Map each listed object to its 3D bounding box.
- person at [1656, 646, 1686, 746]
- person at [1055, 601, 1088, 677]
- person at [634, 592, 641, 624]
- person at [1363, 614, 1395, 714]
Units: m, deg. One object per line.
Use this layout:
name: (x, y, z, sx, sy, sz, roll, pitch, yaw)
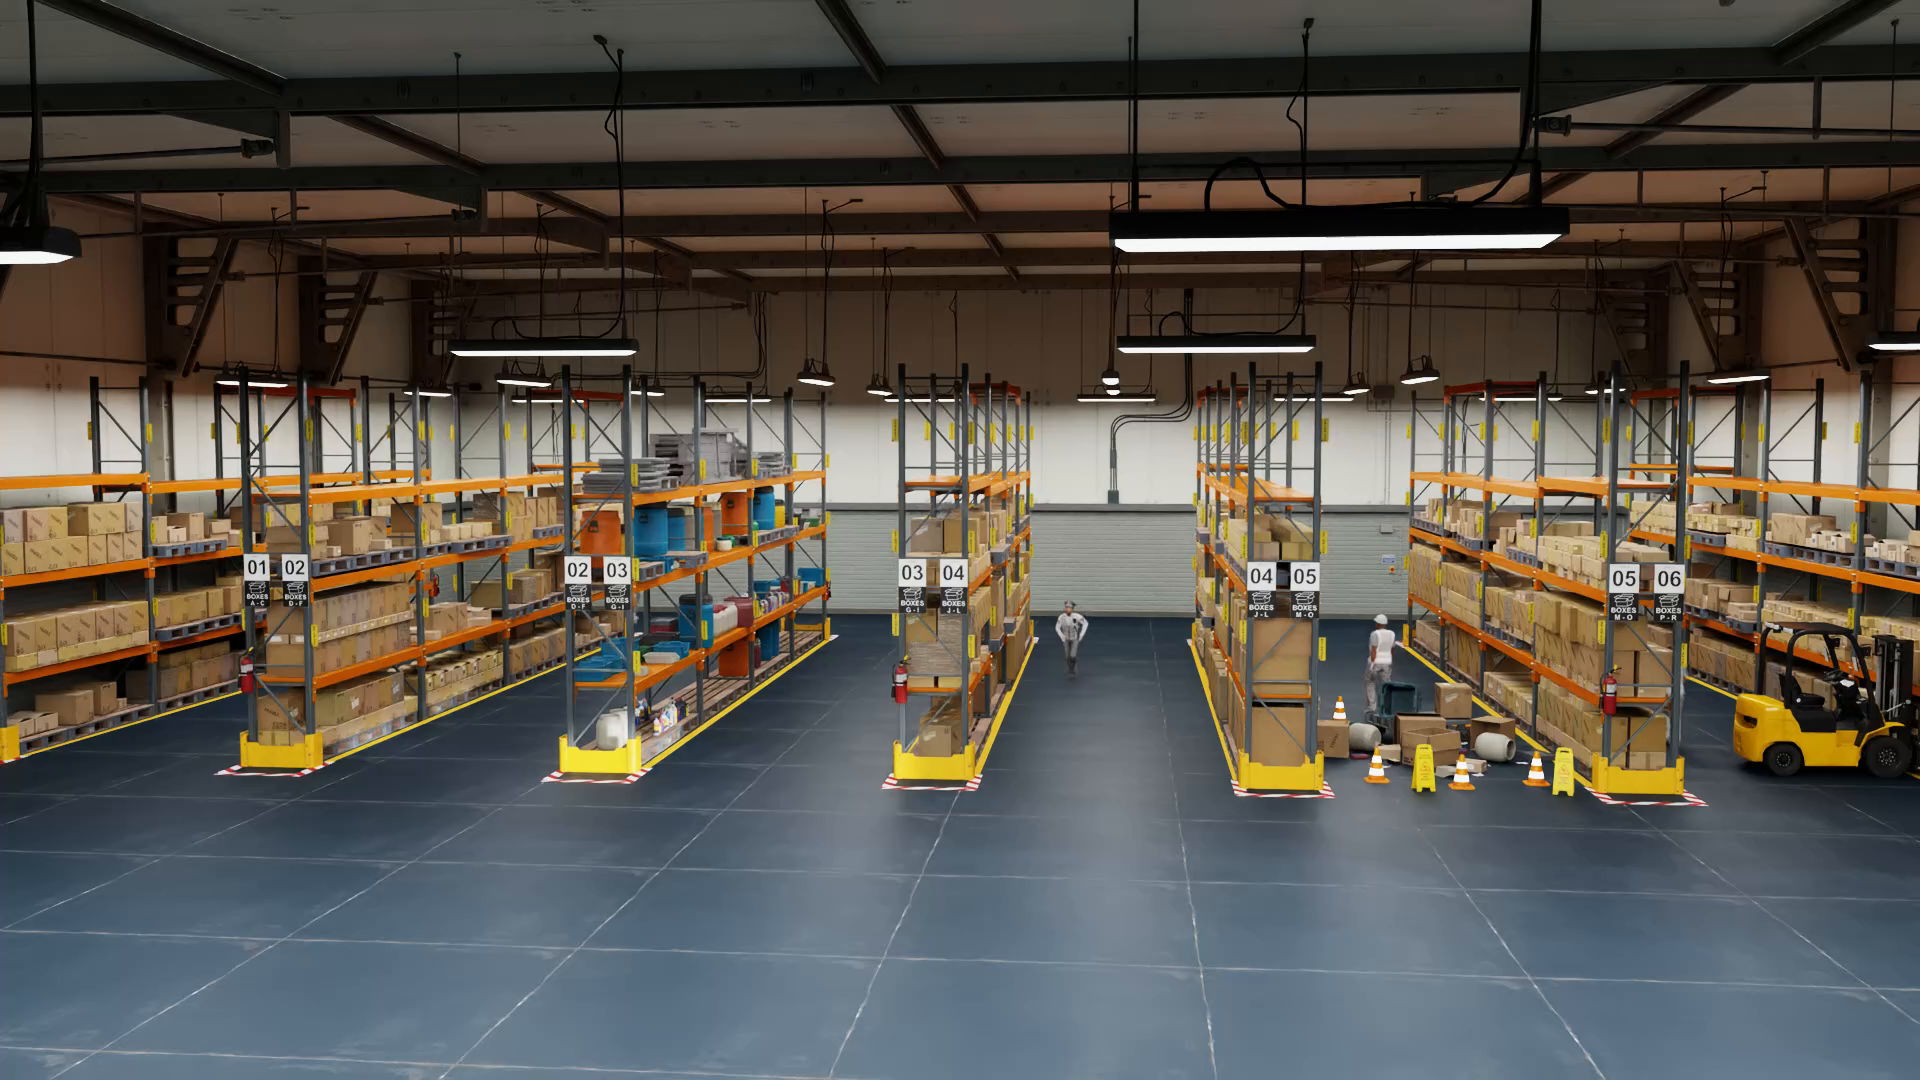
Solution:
person: (11.508, 2.504, 26.886, 0.499, 1.561, 0.709, 1, 4, 8)
person: (2.287, 2.023, 33.964, 0.652, 1.610, 0.700, 1, 4, 15)
person: (-8.602, 1.350, 44.096, 0.523, 1.671, 0.895, -2, 4, -28)
person: (7.498, 2.235, 29.551, 0.530, 1.821, 0.555, 0, 4, -3)
